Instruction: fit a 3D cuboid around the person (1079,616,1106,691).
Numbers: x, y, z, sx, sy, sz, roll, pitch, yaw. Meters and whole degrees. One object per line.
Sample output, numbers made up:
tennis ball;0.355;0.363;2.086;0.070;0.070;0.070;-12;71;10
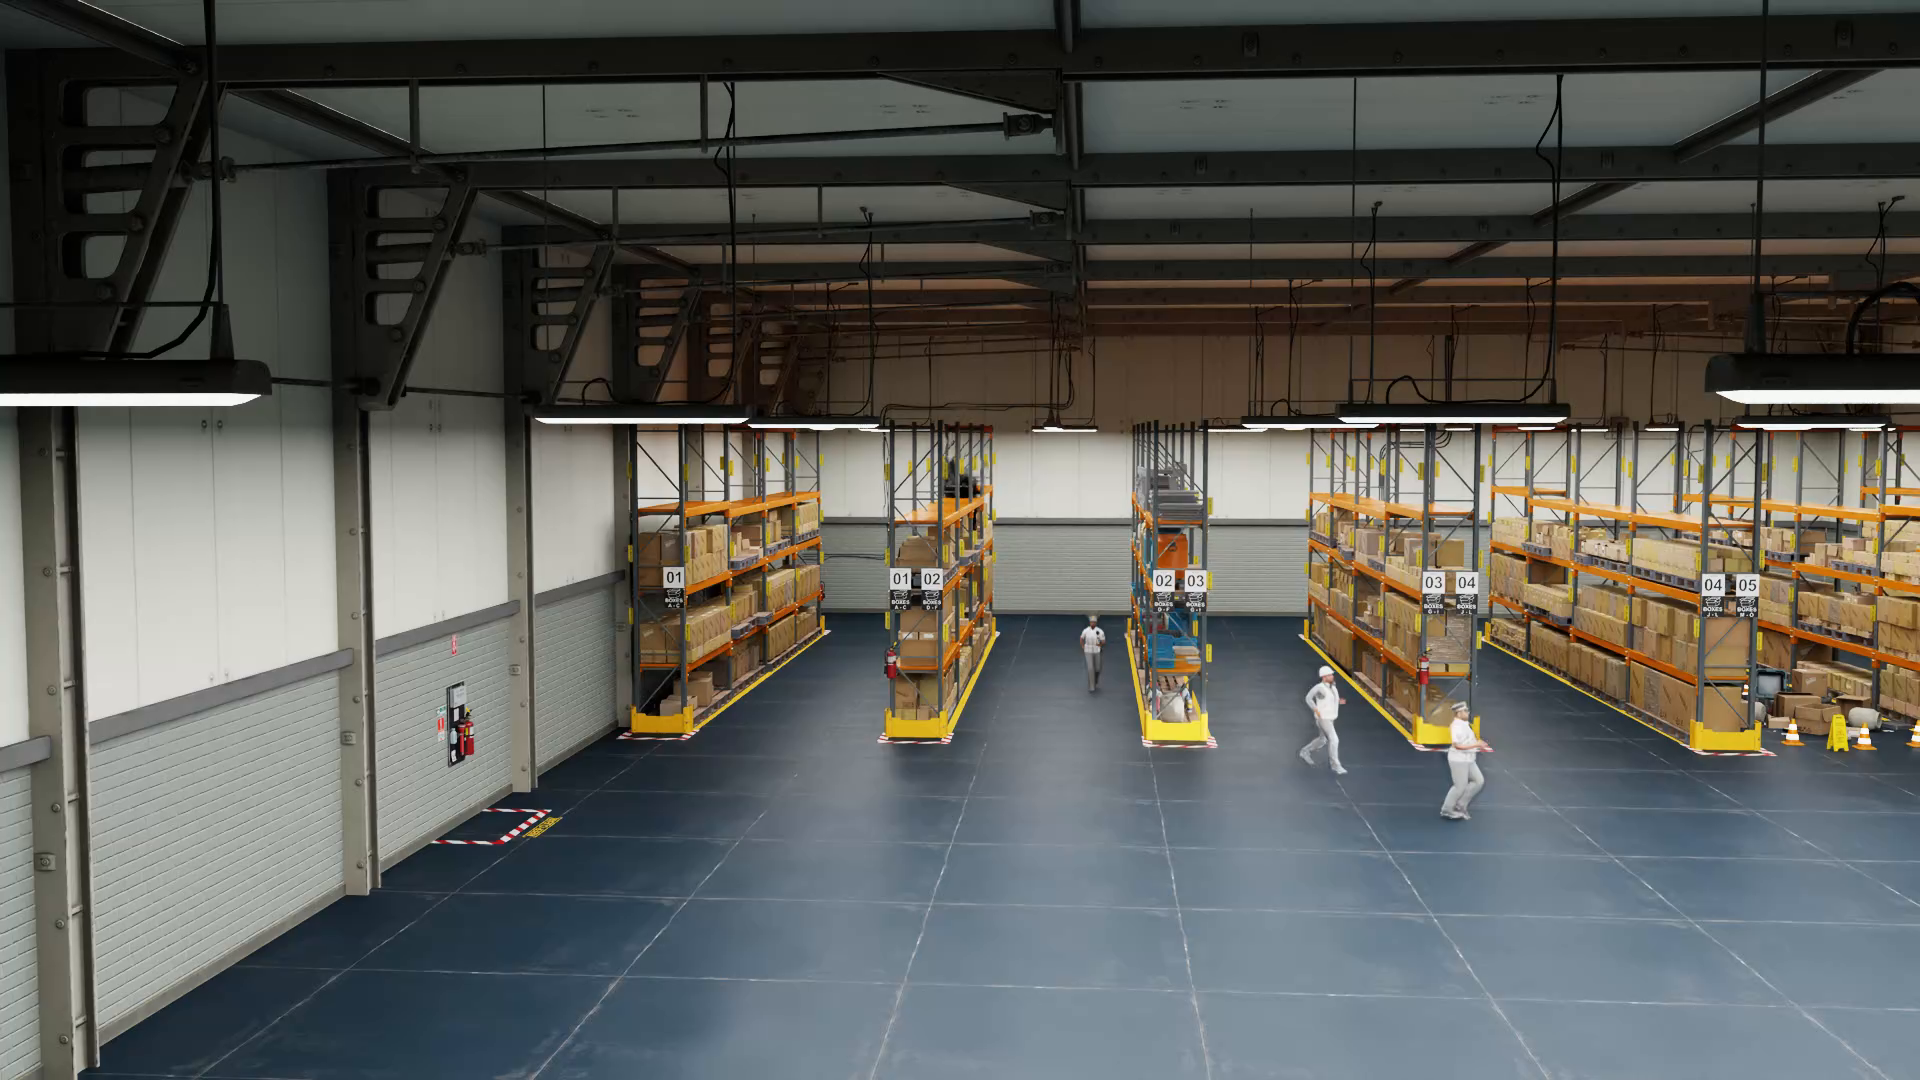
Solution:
person;2.978;2.521;37.332;0.588;1.669;0.834;0;4;3

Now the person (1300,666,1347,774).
person;6.220;3.039;28.349;0.894;1.798;0.643;3;4;36

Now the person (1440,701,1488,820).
person;7.501;3.288;24.676;0.676;1.810;0.643;2;4;31
